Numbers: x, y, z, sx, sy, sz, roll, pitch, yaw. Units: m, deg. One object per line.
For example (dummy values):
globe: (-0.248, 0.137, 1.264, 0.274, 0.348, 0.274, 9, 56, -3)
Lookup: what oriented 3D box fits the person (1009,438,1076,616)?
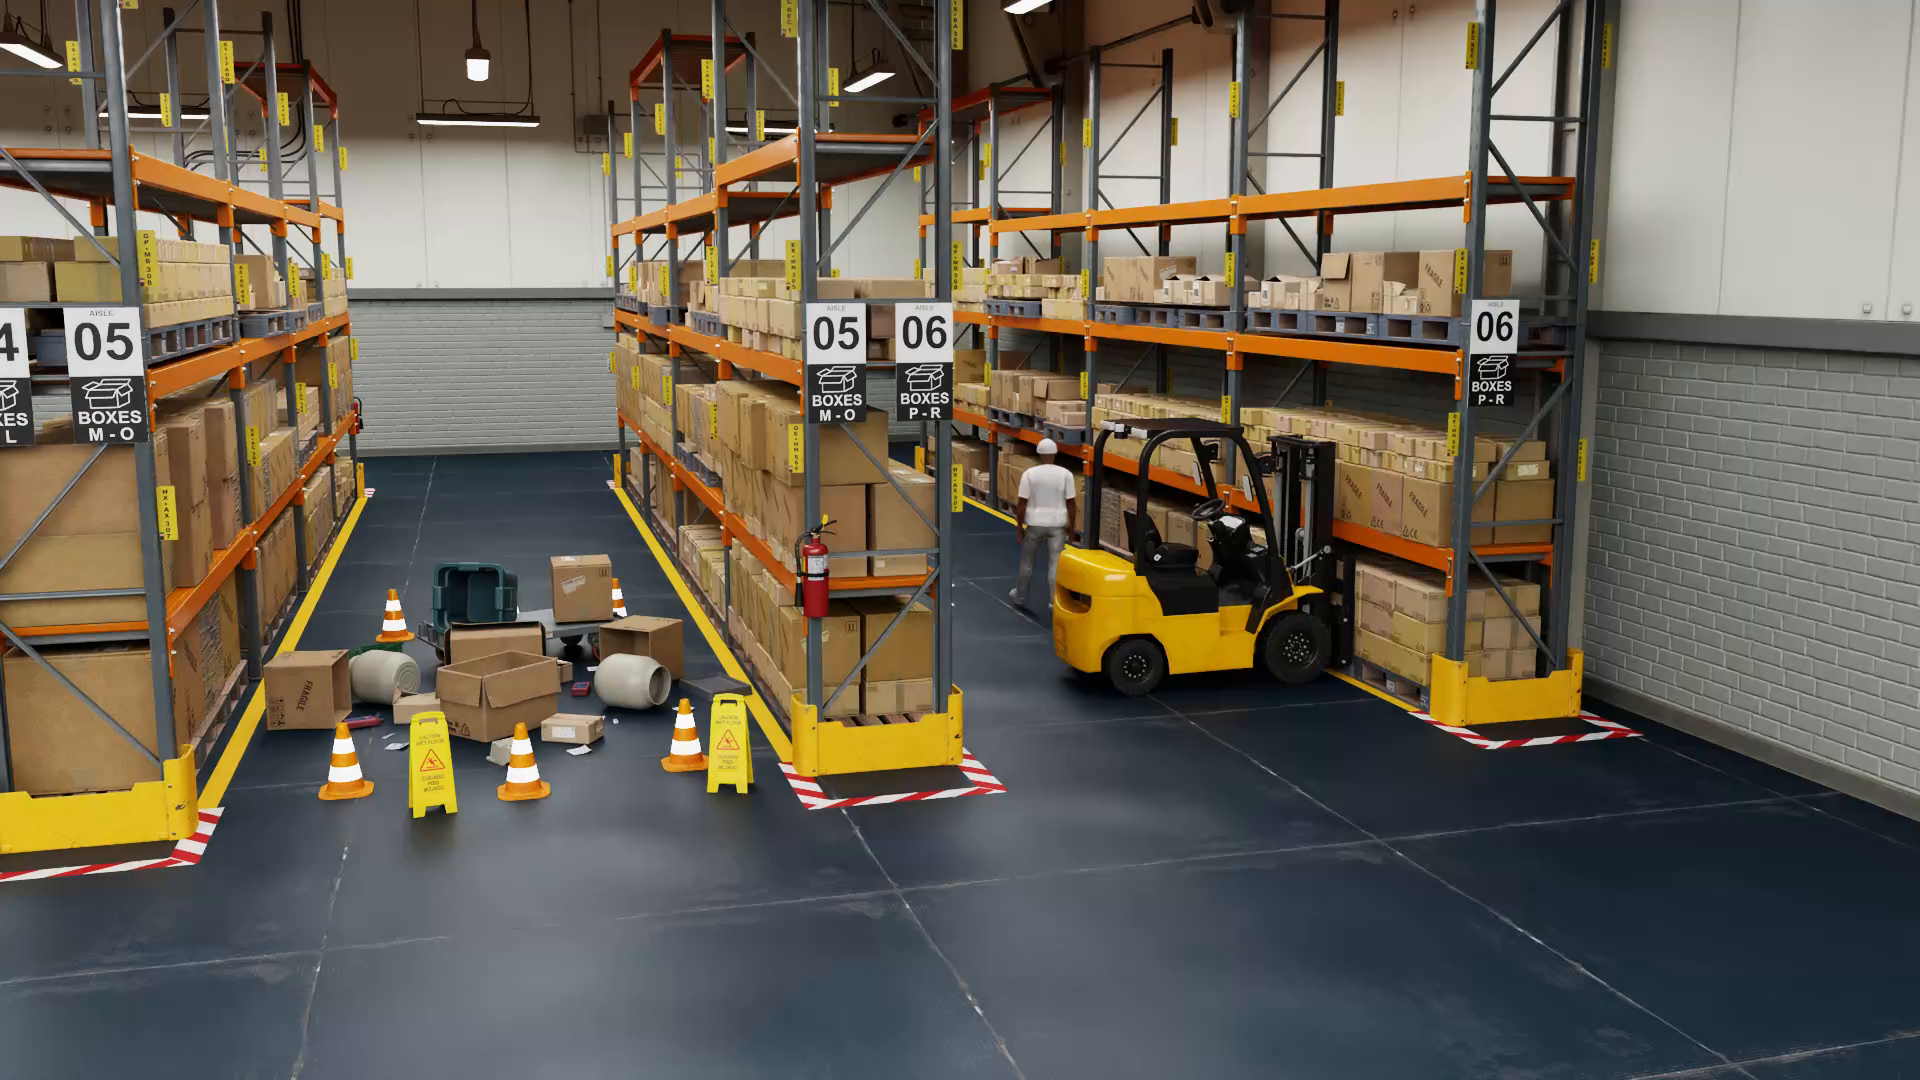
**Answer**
person: (0.820, -0.158, 16.700, 0.687, 1.729, 0.827, 1, 9, 5)
